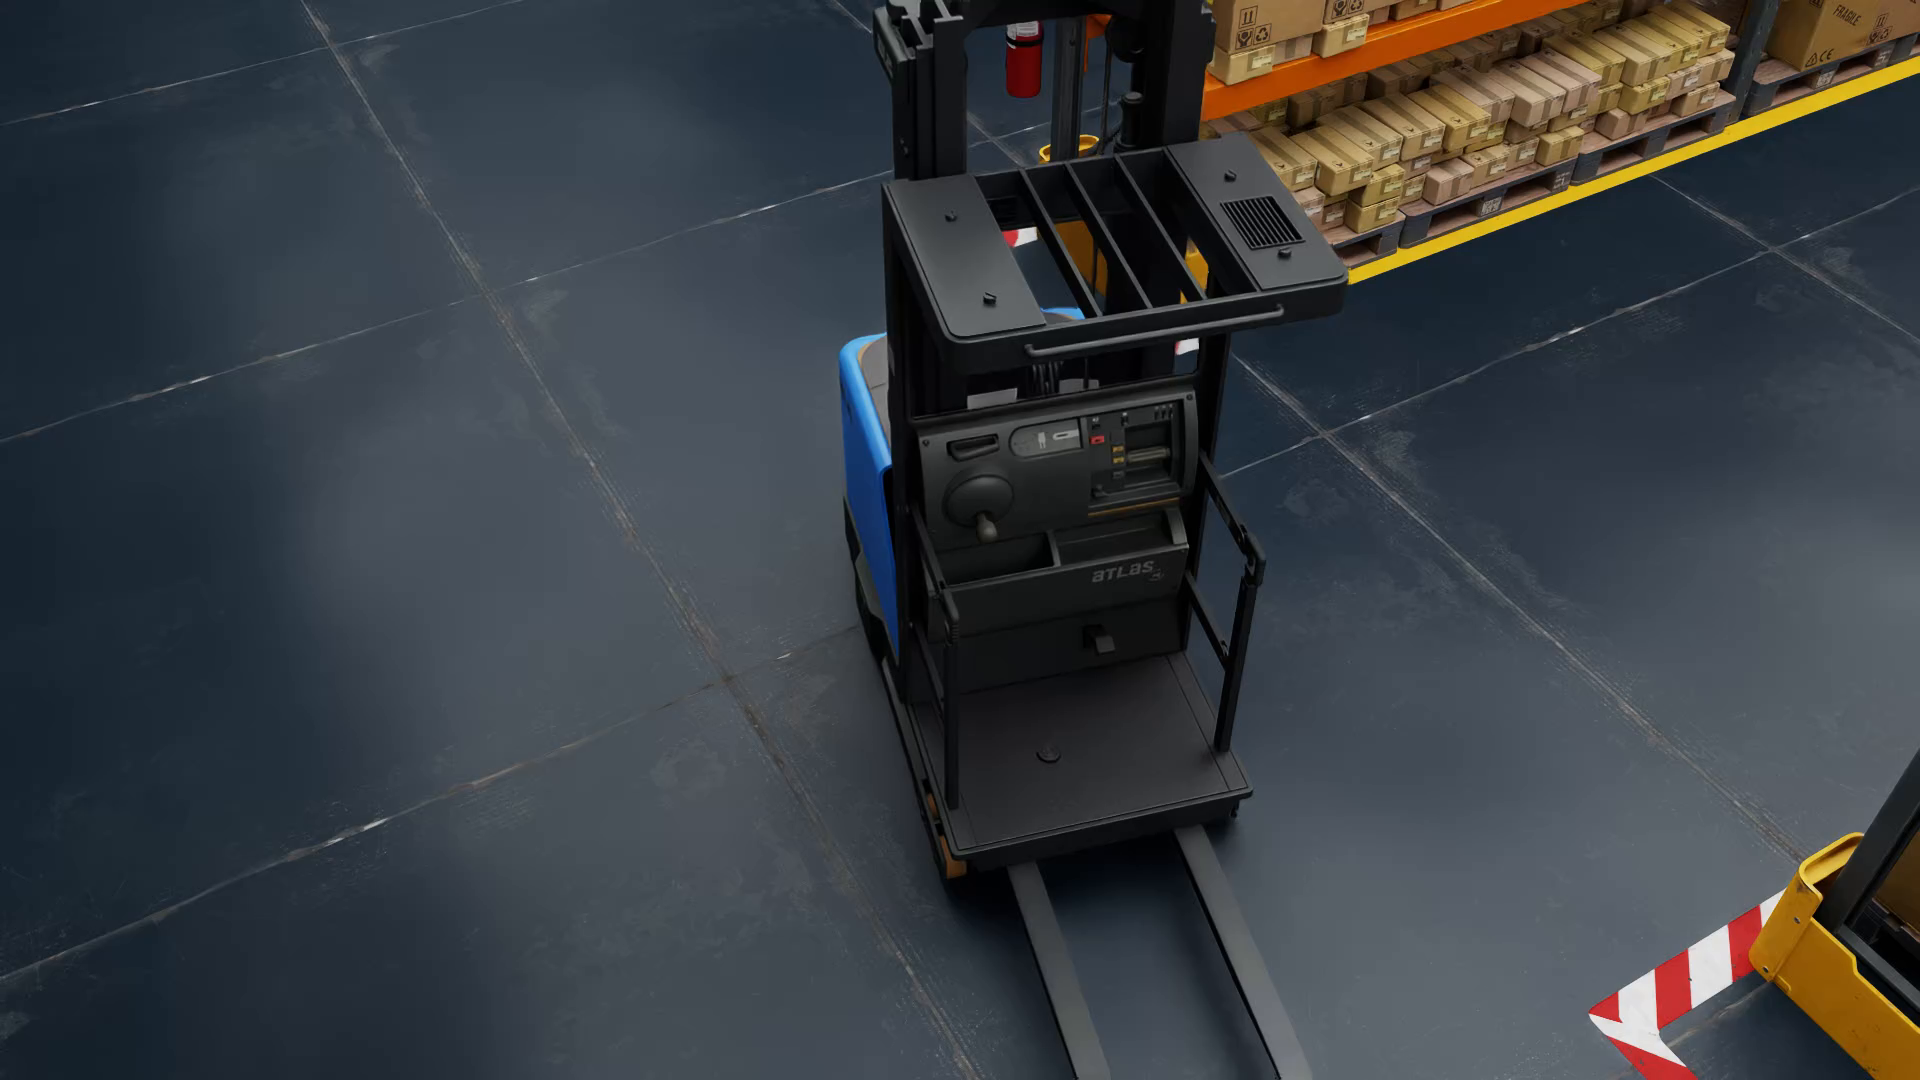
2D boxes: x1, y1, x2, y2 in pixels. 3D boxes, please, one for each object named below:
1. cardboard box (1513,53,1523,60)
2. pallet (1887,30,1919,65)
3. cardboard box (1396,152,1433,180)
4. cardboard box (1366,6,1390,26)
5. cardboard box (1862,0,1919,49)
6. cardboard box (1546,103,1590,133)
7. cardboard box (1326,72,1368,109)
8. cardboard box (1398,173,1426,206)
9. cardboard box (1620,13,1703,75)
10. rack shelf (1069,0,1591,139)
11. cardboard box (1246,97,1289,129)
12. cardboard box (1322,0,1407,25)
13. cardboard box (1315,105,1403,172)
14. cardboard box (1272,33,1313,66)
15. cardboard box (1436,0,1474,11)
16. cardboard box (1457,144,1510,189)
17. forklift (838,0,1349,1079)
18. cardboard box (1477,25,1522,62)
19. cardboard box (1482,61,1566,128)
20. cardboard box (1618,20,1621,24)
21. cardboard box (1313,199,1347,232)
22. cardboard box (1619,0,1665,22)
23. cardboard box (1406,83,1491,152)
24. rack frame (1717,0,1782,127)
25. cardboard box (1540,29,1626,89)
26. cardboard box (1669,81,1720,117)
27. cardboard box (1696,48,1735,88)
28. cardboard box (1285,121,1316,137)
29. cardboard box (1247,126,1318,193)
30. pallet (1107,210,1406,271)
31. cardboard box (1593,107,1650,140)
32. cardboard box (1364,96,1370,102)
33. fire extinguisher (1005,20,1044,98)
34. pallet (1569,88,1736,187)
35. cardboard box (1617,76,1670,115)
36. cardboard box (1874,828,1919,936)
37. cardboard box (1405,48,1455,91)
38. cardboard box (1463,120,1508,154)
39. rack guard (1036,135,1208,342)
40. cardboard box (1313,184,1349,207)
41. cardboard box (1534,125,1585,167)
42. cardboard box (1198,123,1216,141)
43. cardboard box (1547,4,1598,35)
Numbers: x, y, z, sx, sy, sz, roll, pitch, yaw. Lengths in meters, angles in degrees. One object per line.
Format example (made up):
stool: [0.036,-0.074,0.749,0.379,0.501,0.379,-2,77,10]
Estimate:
cardboard box: [3.148,-2.748,9.389,0.250,0.149,0.380,-24,49,-23]
pallet: [5.958,-3.483,10.616,1.213,0.211,1.003,-22,48,-21]
cardboard box: [2.232,-2.032,8.651,0.250,0.149,0.380,-24,49,-23]
cardboard box: [1.817,-2.570,7.854,0.250,0.149,0.380,-20,47,-19]
cardboard box: [5.456,-3.321,9.941,0.500,0.500,0.500,-20,48,-19]
cardboard box: [3.181,-2.386,9.016,0.250,0.149,0.380,-21,48,-20]
cardboard box: [1.958,-2.474,8.893,0.250,0.149,0.380,-20,48,-20]
cardboard box: [2.218,-1.914,8.743,0.250,0.149,0.380,-22,48,-21]
cardboard box: [3.844,-2.734,9.161,0.250,0.149,0.380,-21,48,-20]
rack shelf: [2.491,-2.834,8.463,4.000,0.370,1.077,-22,48,-21]
cardboard box: [1.497,-2.295,8.709,0.250,0.149,0.380,-23,49,-22]
cardboard box: [1.735,-2.731,7.554,0.500,0.500,0.500,-22,48,-21]
cardboard box: [2.015,-2.031,8.436,0.250,0.149,0.380,-24,49,-23]
cardboard box: [1.401,-2.336,7.613,0.250,0.149,0.380,-20,48,-20]
cardboard box: [2.293,-2.718,8.006,0.250,0.149,0.380,-23,49,-22]
cardboard box: [2.705,-2.059,8.893,0.250,0.149,0.380,-22,48,-21]
forklift: [0.382,-0.151,5.230,1.130,2.935,3.031,-10,45,-10]
cardboard box: [2.884,-2.812,9.242,0.250,0.149,0.380,-21,48,-20]
cardboard box: [2.952,-2.350,8.765,0.250,0.149,0.380,-23,49,-22]
cardboard box: [3.751,-3.088,9.740,0.250,0.149,0.380,-20,47,-19]
cardboard box: [1.768,-1.745,8.569,0.250,0.149,0.380,-21,48,-21]
cardboard box: [3.823,-3.133,9.572,0.250,0.149,0.380,-20,48,-19]
cardboard box: [2.511,-2.185,8.595,0.250,0.149,0.380,-21,48,-20]
rack frame: [4.225,-3.786,8.927,0.127,3.000,1.000,-22,48,-21]
cardboard box: [3.368,-2.601,9.024,0.250,0.149,0.380,-20,48,-20]
cardboard box: [4.055,-2.572,9.421,0.250,0.149,0.380,-21,48,-20]
cardboard box: [4.110,-2.719,9.360,0.250,0.149,0.380,-21,48,-20]
cardboard box: [1.806,-2.201,8.825,0.250,0.149,0.380,-22,48,-21]
cardboard box: [1.559,-1.885,8.286,0.250,0.149,0.380,-21,48,-20]
pallet: [1.544,-1.685,8.764,1.213,0.211,1.003,-22,48,-21]
cardboard box: [3.591,-2.402,9.246,0.250,0.149,0.380,-23,49,-22]
cardboard box: [2.196,-2.435,9.066,0.250,0.149,0.380,-20,47,-19]
fire extinguisher: [0.308,-2.428,7.851,0.183,0.674,0.296,-22,48,-21]
pallet: [3.660,-2.531,9.636,1.213,0.211,1.003,-22,48,-21]
cardboard box: [3.658,-2.514,9.148,0.250,0.149,0.380,-23,49,-22]
cardboard box: [3.655,0.973,5.247,0.875,0.875,0.875,-22,48,-21]
cardboard box: [2.455,-2.606,9.029,0.250,0.149,0.380,-22,48,-21]
cardboard box: [2.685,-2.239,8.864,0.250,0.149,0.380,-20,47,-19]
rack guard: [0.822,-1.528,8.395,0.348,0.500,1.175,-22,48,-21]
cardboard box: [1.772,-1.859,8.473,0.250,0.149,0.380,-21,48,-20]
cardboard box: [3.157,-2.213,9.051,0.250,0.149,0.380,-22,48,-21]
cardboard box: [1.089,-2.076,8.483,0.250,0.149,0.380,-21,48,-20]
cardboard box: [3.360,-2.956,9.389,0.250,0.149,0.380,-22,48,-21]
